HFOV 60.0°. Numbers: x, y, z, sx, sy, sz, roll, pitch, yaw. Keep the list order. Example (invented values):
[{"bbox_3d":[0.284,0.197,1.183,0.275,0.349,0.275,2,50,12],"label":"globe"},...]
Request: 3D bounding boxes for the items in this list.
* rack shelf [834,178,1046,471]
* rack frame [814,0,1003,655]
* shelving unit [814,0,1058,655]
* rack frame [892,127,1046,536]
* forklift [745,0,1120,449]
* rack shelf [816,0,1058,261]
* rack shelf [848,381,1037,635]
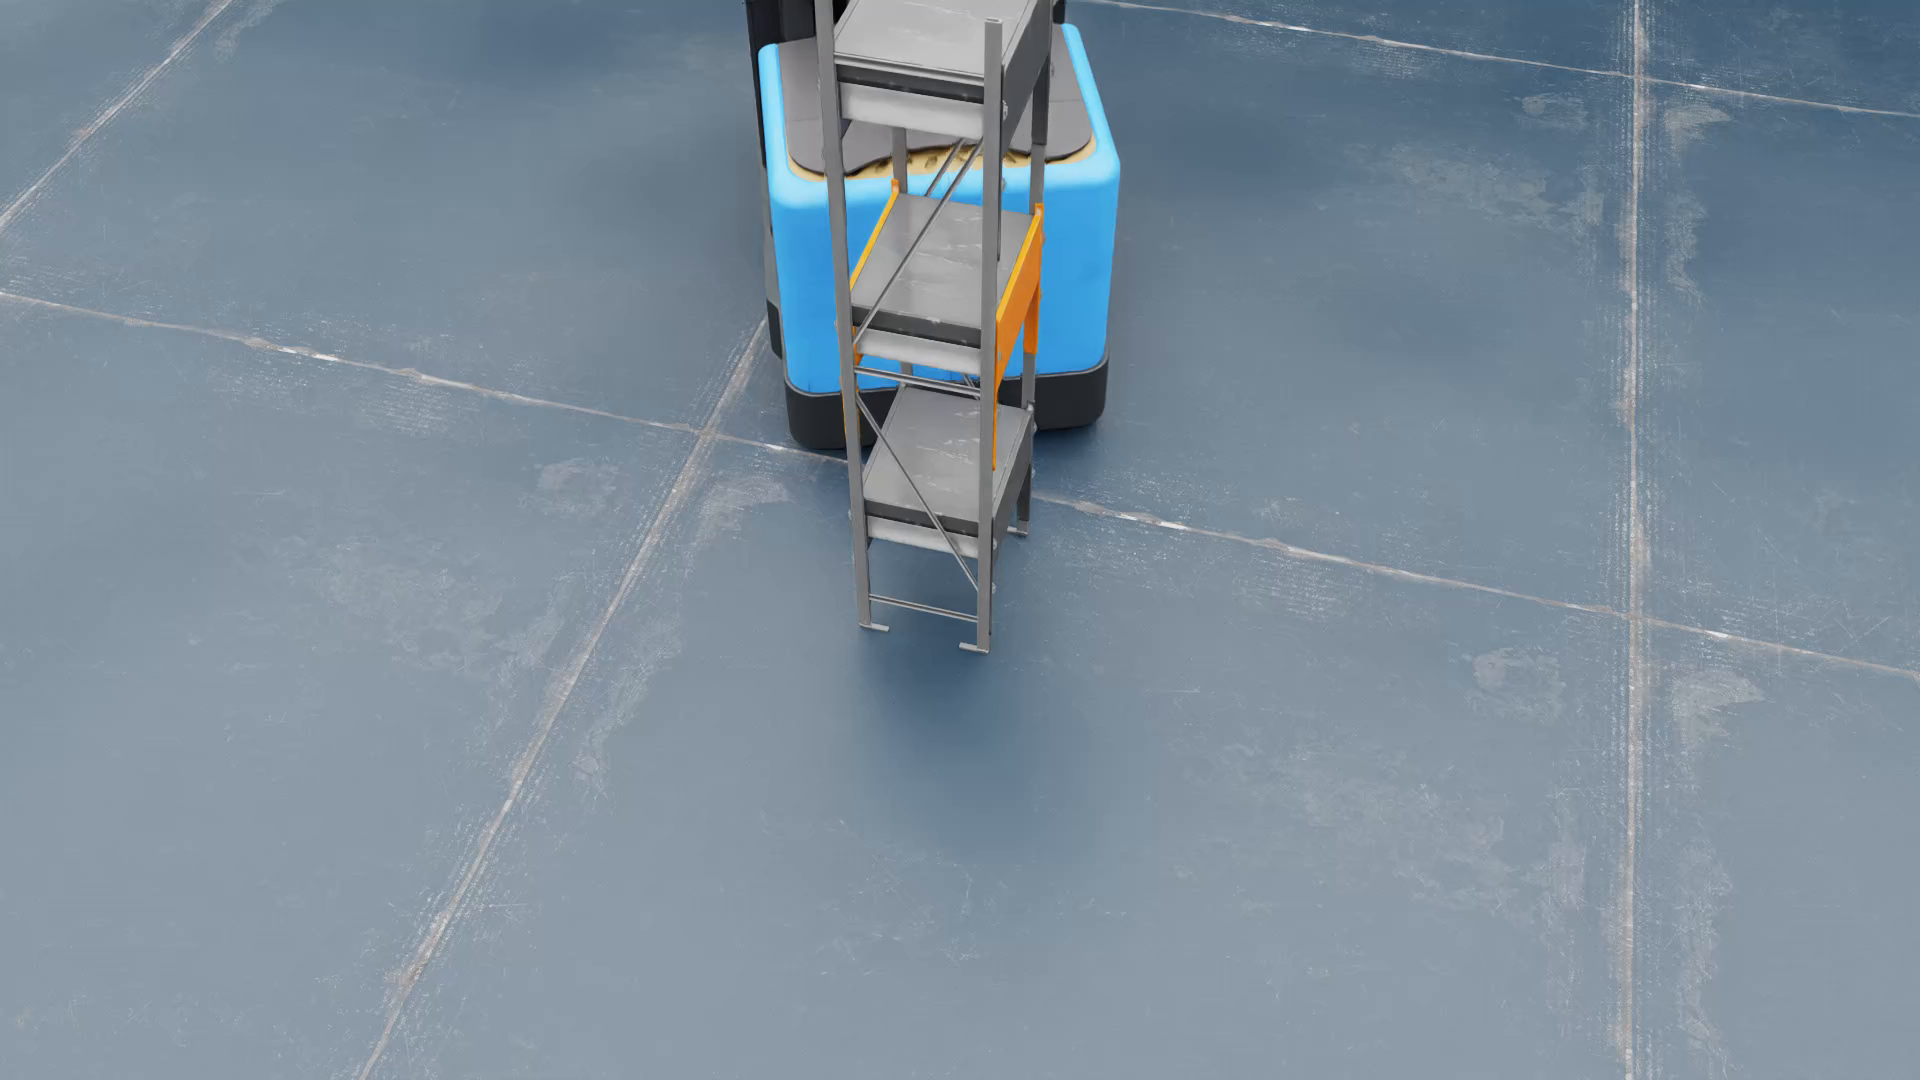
[{"bbox_3d":[-0.044,-0.566,4.367,0.431,0.518,0.480,12,50,10],"label":"rack shelf"},{"bbox_3d":[-0.108,-0.399,4.201,0.400,2.100,0.015,12,50,10],"label":"rack frame"},{"bbox_3d":[-0.044,-0.575,4.357,0.431,2.100,0.503,12,50,10],"label":"shelving unit"},{"bbox_3d":[0.021,-0.752,4.513,0.400,2.100,0.015,12,50,10],"label":"rack frame"},{"bbox_3d":[-0.215,-2.383,5.398,1.130,2.935,3.031,-5,49,-5],"label":"forklift"},{"bbox_3d":[-0.044,-1.029,3.842,0.431,0.518,0.480,12,50,10],"label":"rack shelf"},{"bbox_3d":[-0.044,-0.103,4.892,0.431,0.518,0.480,12,50,10],"label":"rack shelf"}]
